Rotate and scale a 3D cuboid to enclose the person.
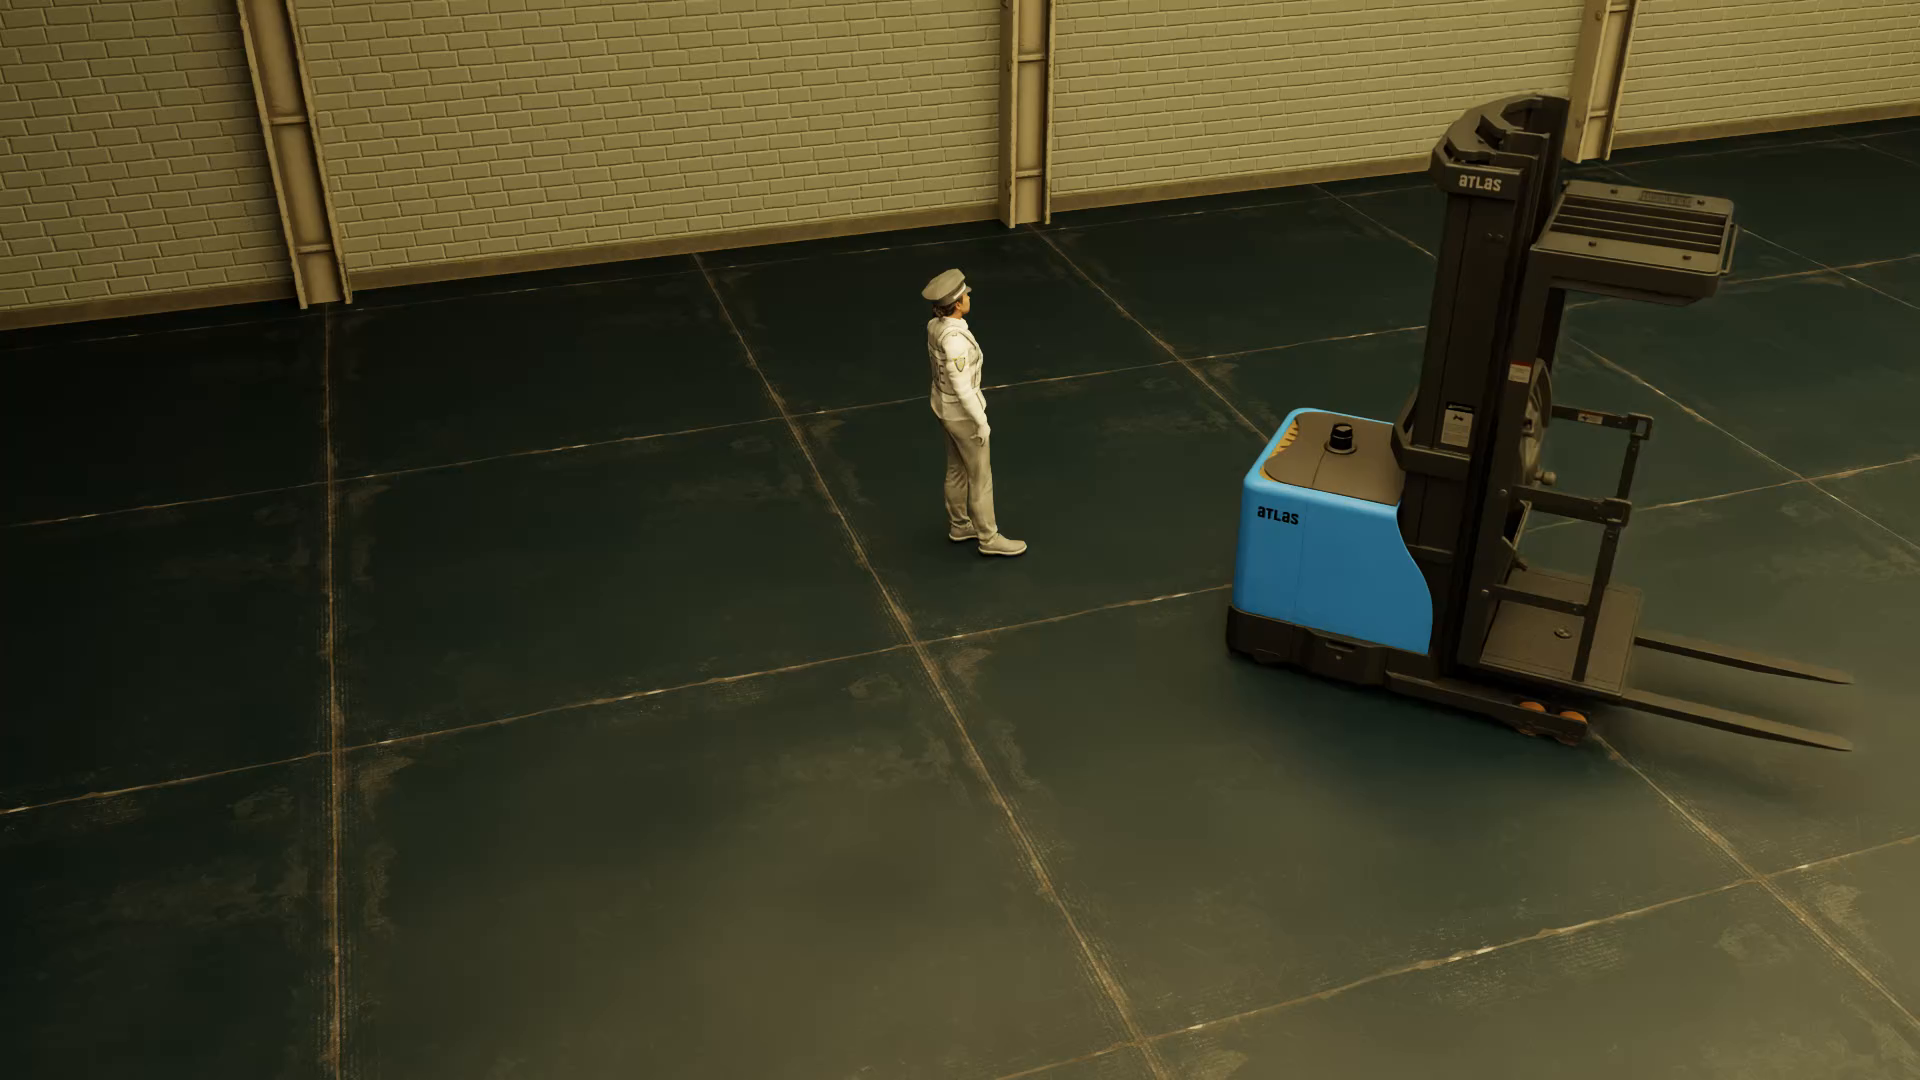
[{"bbox_3d":[0.065,-0.748,9.613,0.533,1.696,0.588,-10,31,-16],"label":"person"}]

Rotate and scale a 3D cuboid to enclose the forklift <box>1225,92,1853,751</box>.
[{"bbox_3d":[2.987,-0.556,8.053,3.031,2.935,1.130,13,32,22],"label":"forklift"}]
